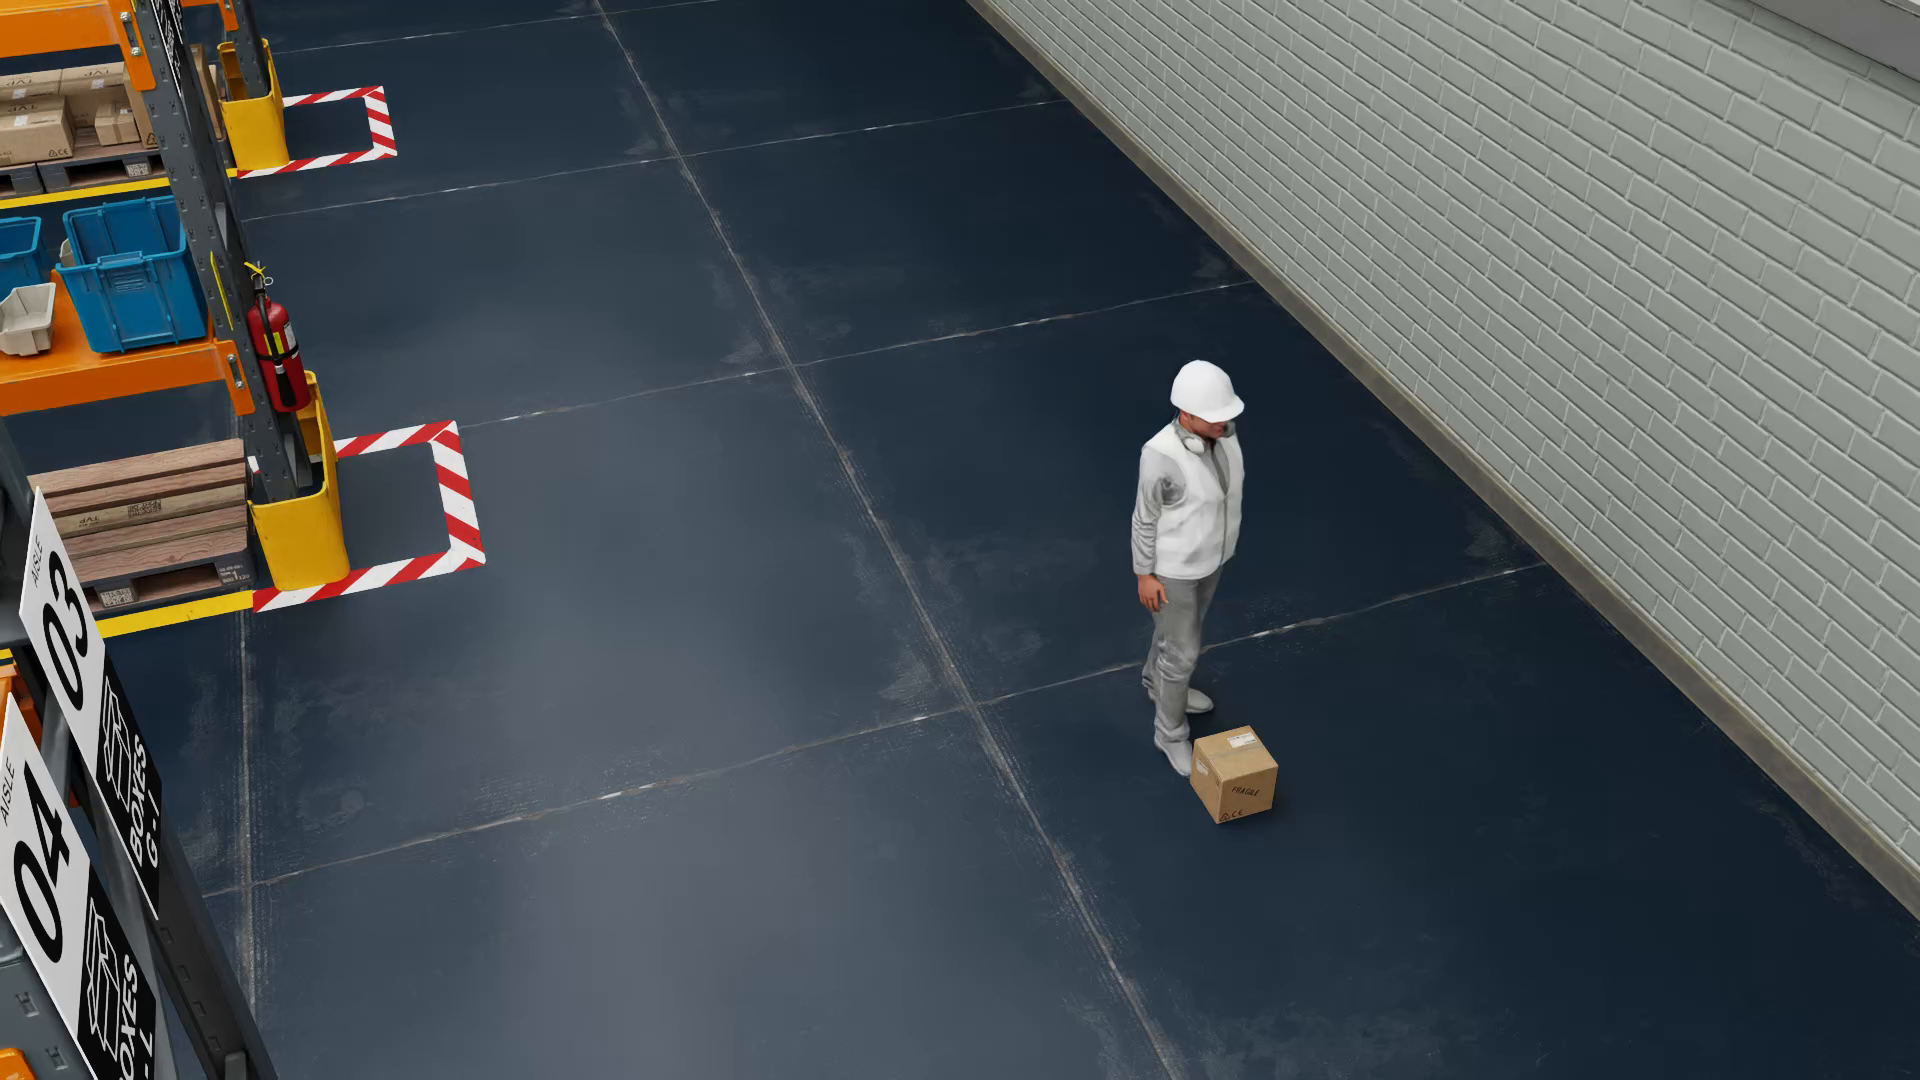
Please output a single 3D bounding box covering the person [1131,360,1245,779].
[{"bbox_3d":[0.977,0.089,6.649,0.529,1.791,0.571,30,46,33],"label":"person"}]
